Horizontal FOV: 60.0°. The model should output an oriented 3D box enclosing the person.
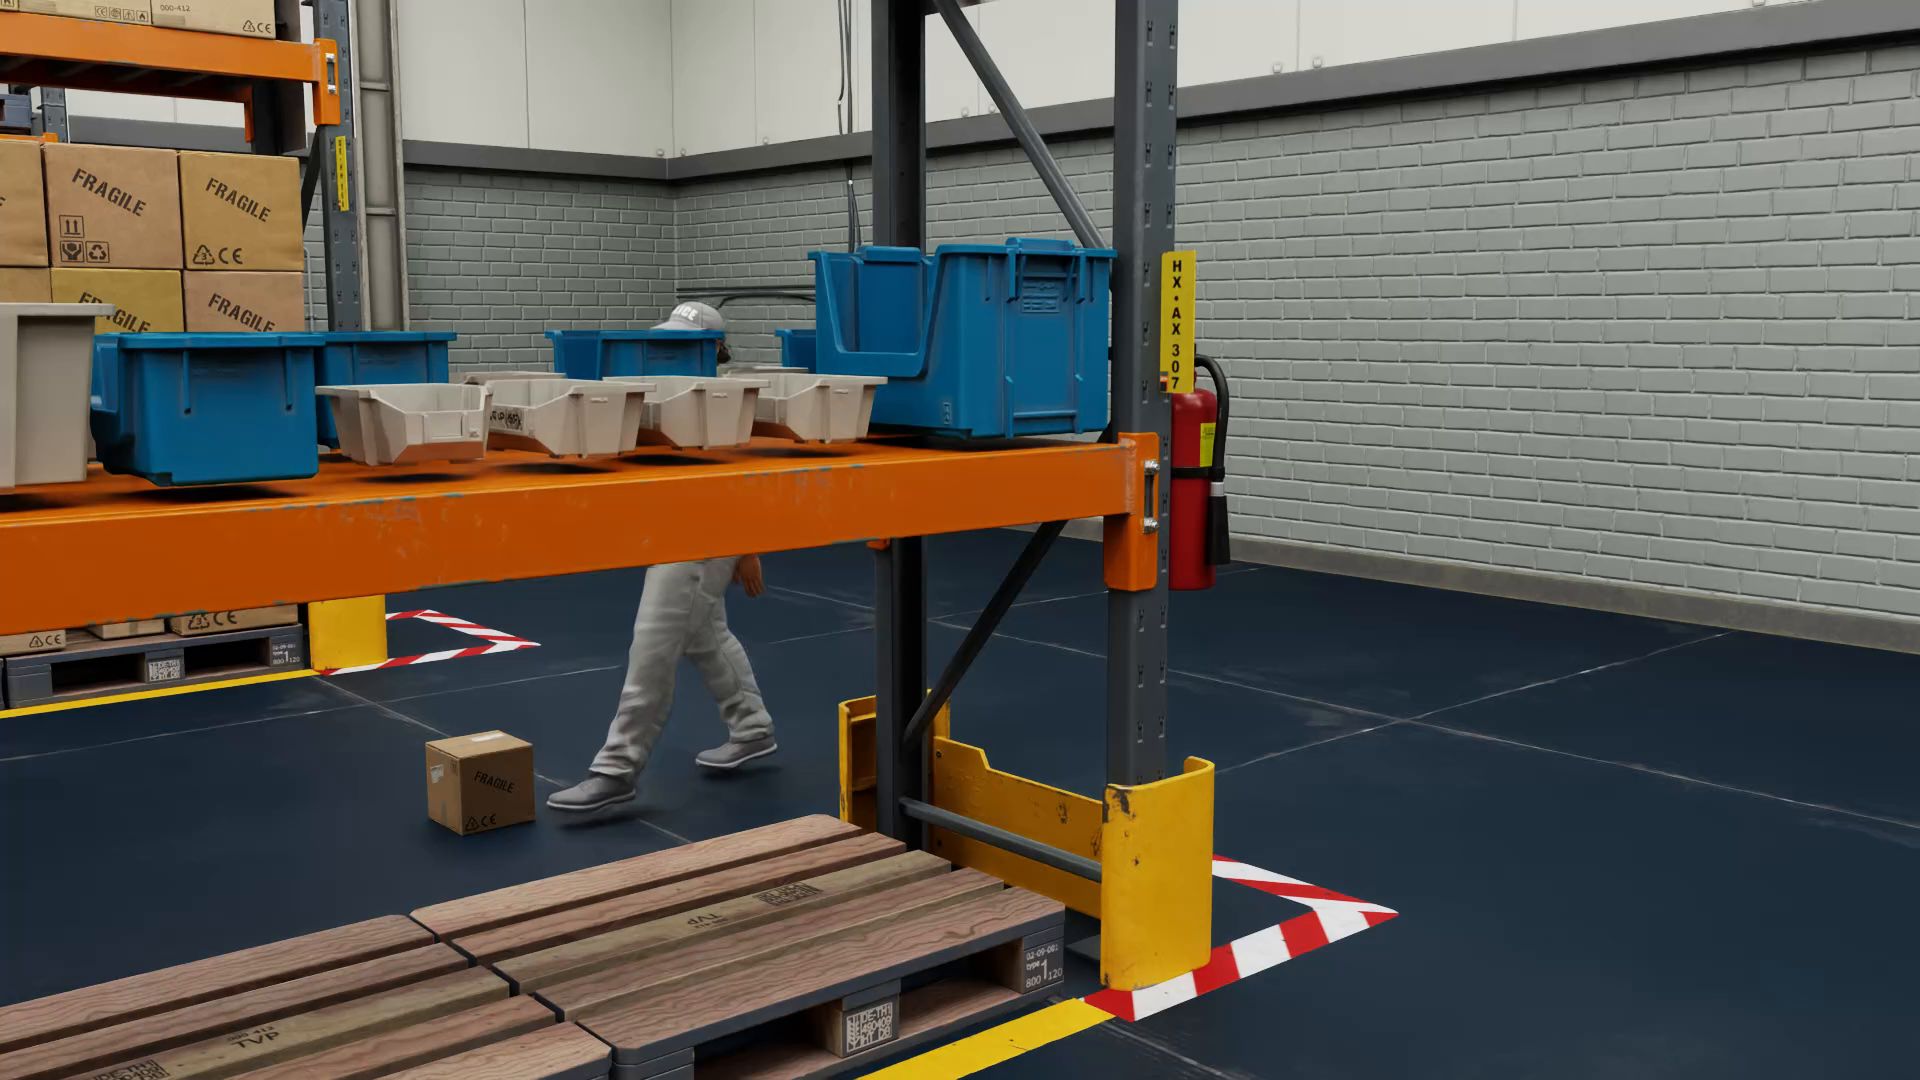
[{"bbox_3d":[-1.001,0.024,5.519,0.928,1.616,0.519,-5,9,-31],"label":"person"}]
